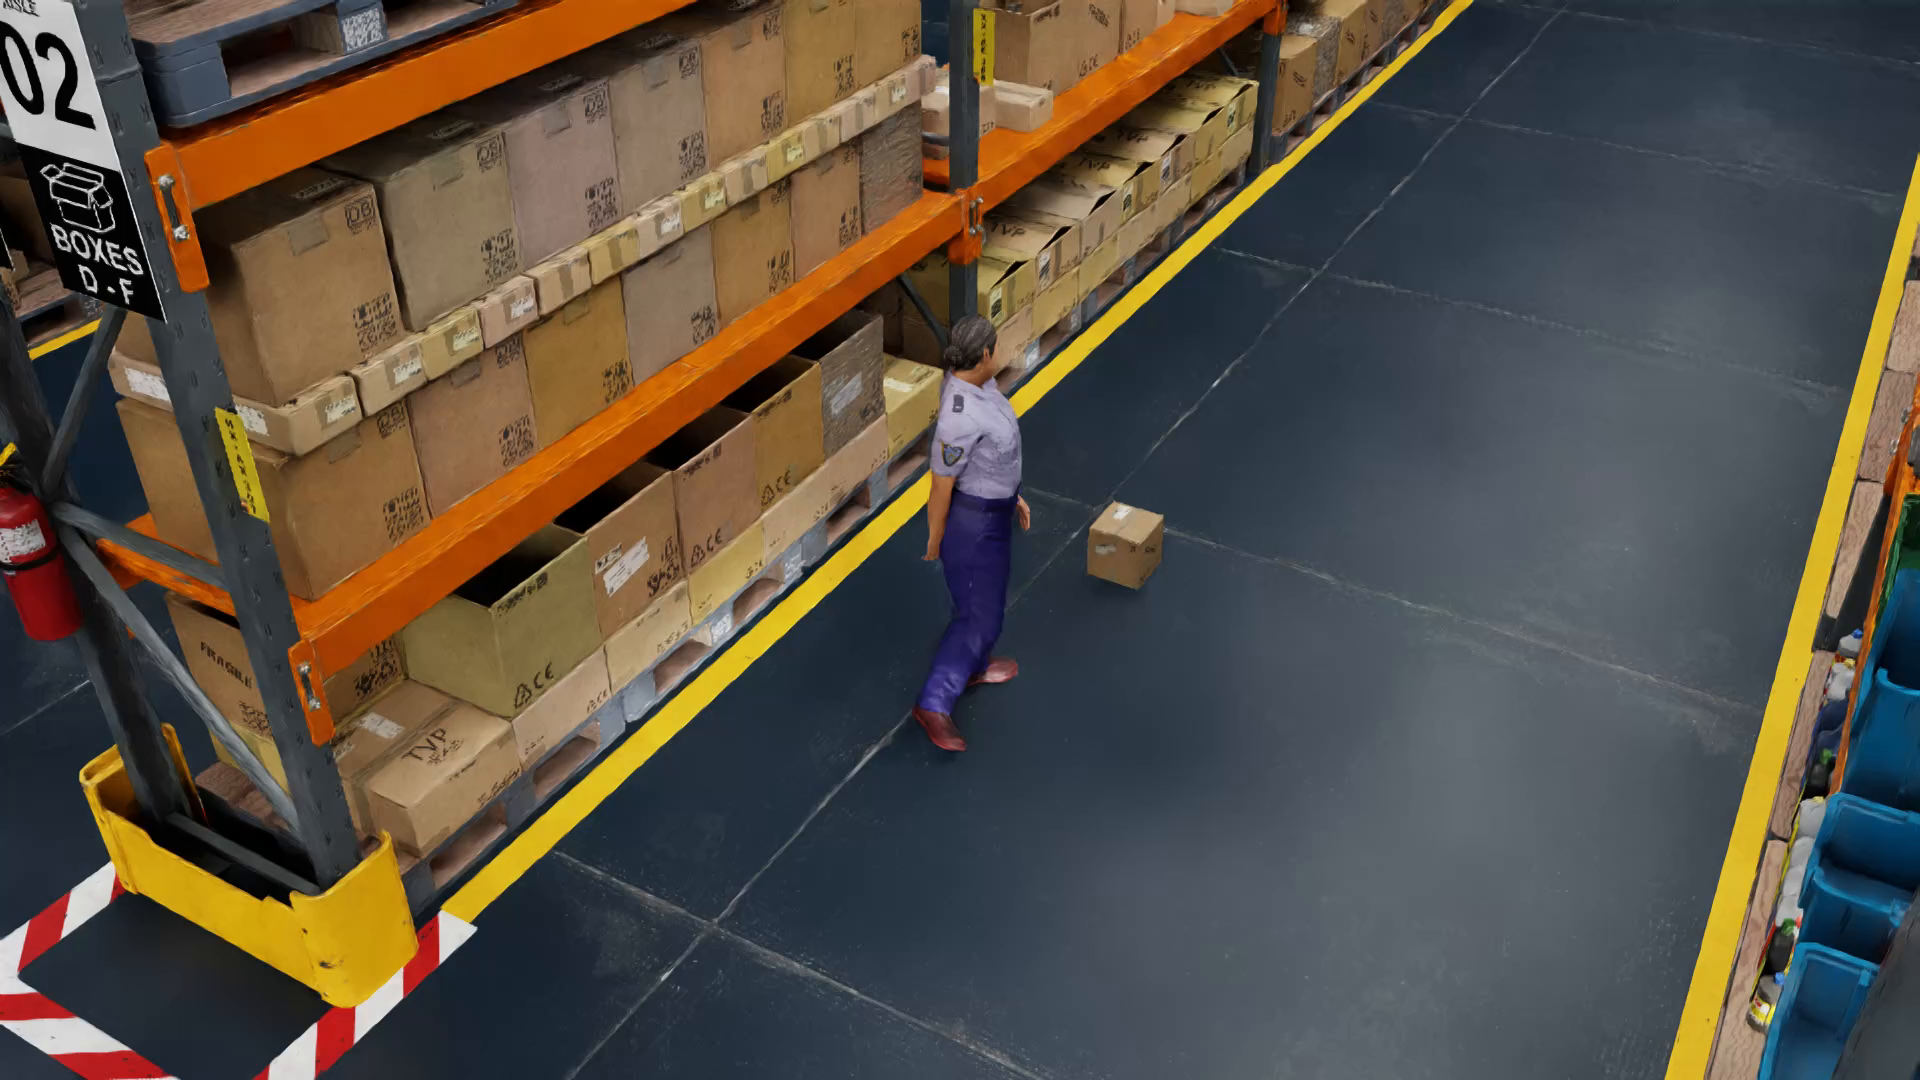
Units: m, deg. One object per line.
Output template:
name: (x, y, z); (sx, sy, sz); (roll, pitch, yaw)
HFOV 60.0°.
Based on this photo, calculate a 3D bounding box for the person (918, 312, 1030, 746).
person: (0.049, -0.022, 6.208); (0.437, 1.620, 0.707); (-1, 34, -1)
